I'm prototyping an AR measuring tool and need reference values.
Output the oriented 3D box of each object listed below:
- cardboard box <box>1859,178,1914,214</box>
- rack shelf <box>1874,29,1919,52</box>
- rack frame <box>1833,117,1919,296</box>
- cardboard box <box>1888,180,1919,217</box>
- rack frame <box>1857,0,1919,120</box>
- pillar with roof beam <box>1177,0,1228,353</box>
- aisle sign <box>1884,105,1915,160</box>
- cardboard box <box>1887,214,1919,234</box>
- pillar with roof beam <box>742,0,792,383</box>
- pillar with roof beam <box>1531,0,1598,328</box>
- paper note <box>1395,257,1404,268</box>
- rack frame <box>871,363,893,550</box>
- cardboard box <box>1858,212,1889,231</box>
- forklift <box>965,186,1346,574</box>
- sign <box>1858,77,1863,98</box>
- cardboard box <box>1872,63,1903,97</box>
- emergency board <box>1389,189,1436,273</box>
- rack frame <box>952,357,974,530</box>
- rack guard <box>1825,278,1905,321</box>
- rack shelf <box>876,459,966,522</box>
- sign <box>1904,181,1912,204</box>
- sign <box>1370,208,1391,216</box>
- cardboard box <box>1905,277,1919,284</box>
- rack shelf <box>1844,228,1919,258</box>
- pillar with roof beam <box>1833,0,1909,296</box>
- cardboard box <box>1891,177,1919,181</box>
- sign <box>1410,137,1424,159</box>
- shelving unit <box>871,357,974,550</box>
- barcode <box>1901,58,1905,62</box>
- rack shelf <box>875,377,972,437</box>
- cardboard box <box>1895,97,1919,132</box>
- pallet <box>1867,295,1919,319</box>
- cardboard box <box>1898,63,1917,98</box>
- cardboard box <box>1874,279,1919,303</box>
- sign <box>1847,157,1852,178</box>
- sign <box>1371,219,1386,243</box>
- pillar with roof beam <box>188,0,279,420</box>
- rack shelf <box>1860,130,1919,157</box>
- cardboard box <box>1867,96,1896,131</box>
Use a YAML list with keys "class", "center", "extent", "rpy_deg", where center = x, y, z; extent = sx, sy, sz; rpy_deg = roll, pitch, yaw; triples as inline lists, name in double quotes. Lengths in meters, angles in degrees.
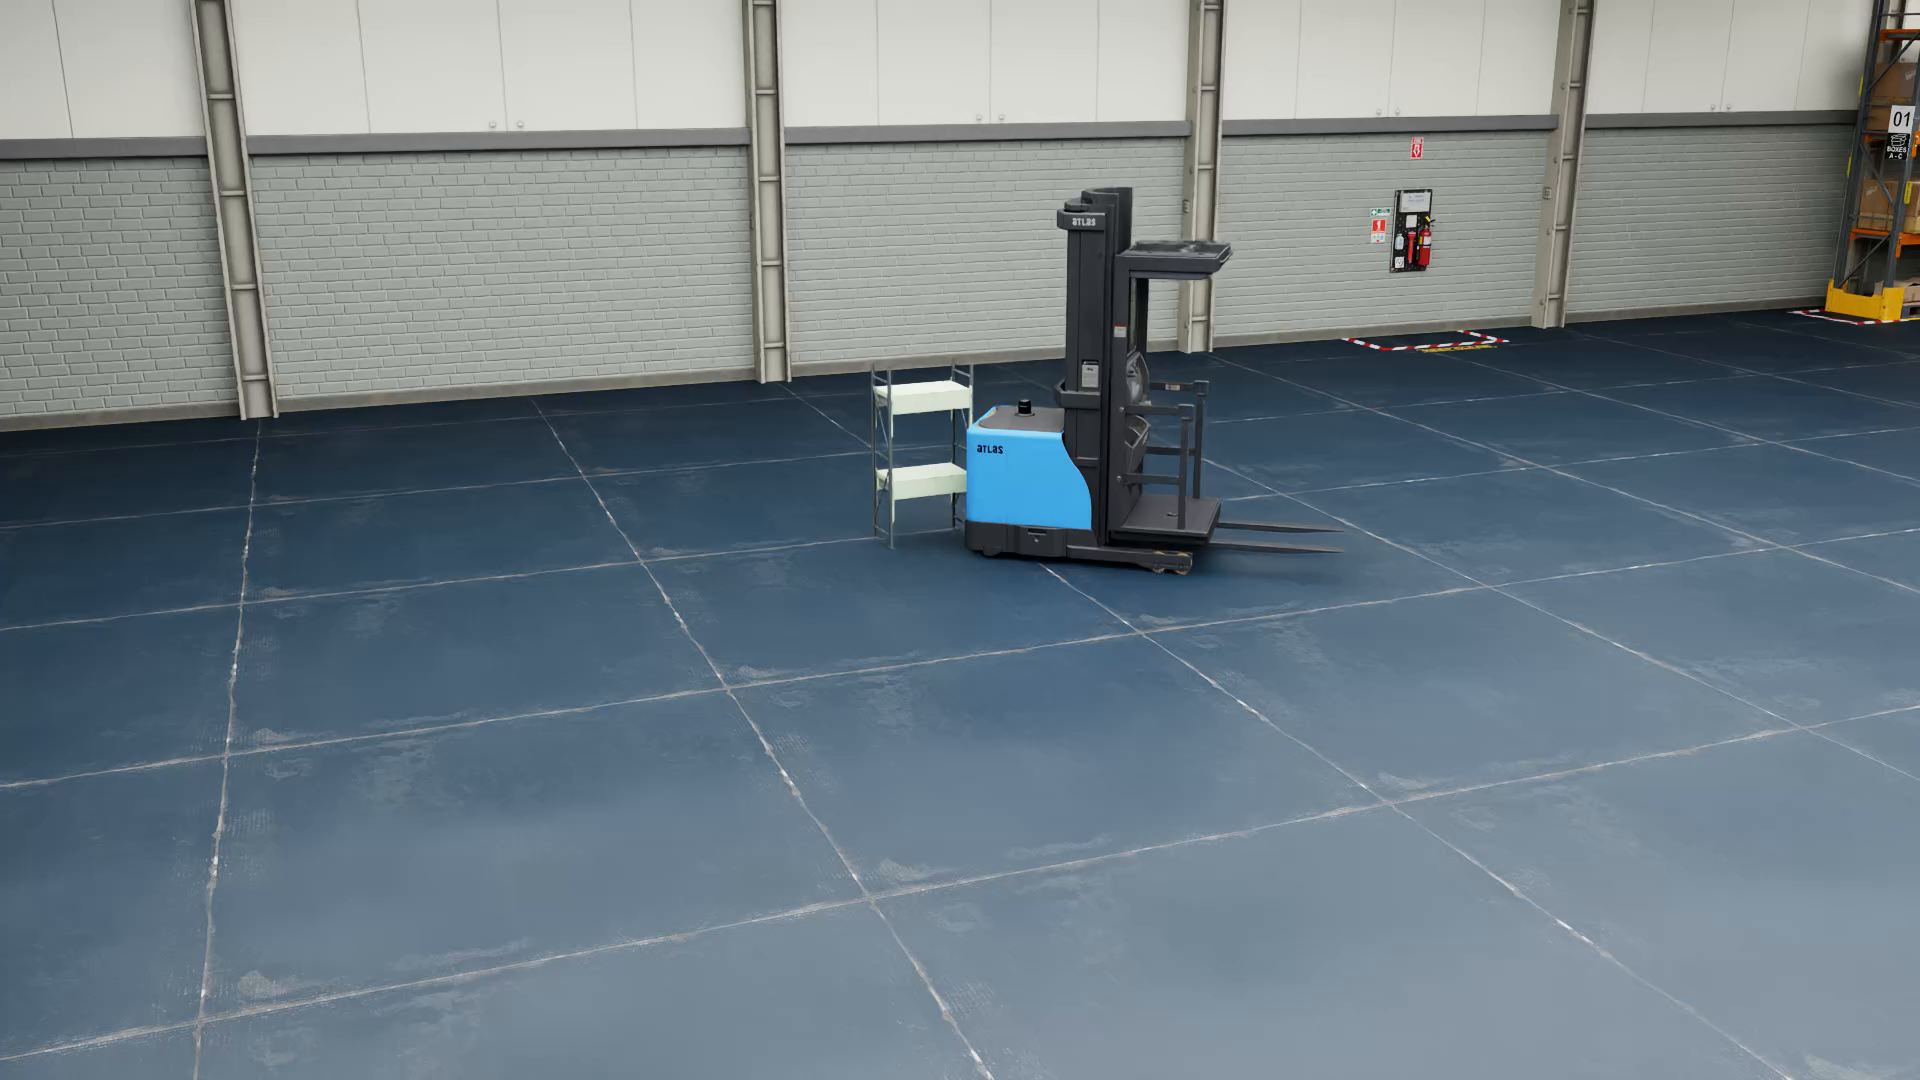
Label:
- class: "cardboard box"
  center: [14.474, -5.372, 25.969]
  extent: [0.500, 0.500, 0.500]
  rpy_deg: [-6, 18, -21]
- class: "rack shelf"
  center: [15.977, -7.705, 25.648]
  extent: [4.000, 0.370, 1.077]
  rpy_deg: [-6, 17, -20]
- class: "rack frame"
  center: [14.110, -4.972, 25.704]
  extent: [0.127, 3.000, 1.000]
  rpy_deg: [-6, 17, -20]
- class: "cardboard box"
  center: [14.663, -5.238, 25.512]
  extent: [0.500, 0.500, 0.500]
  rpy_deg: [-6, 17, -20]
- class: "rack frame"
  center: [14.110, -7.850, 24.859]
  extent: [0.127, 3.000, 1.000]
  rpy_deg: [-6, 17, -20]
- class: "pillar with roof beam"
  center: [4.789, -5.806, 17.897]
  extent: [0.400, 9.000, 9.100]
  rpy_deg: [-6, 17, -20]
- class: "aisle sign"
  center: [14.150, -6.133, 25.045]
  extent: [0.004, 0.787, 0.394]
  rpy_deg: [-6, 17, -20]
- class: "cardboard box"
  center: [14.679, -4.875, 25.606]
  extent: [0.500, 0.250, 0.500]
  rpy_deg: [-7, 18, -22]
- class: "pillar with roof beam"
  center: [-0.814, -5.201, 15.837]
  extent: [0.400, 9.000, 9.100]
  rpy_deg: [-6, 17, -20]
- class: "pillar with roof beam"
  center: [10.392, -6.411, 19.957]
  extent: [0.400, 9.000, 9.100]
  rpy_deg: [-6, 17, -20]
- class: "paper note"
  center: [6.340, -4.003, 23.971]
  extent: [0.142, 0.148, 0.016]
  rpy_deg: [-6, 17, -20]
- class: "rack frame"
  center: [-0.647, -0.691, 13.791]
  extent: [0.023, 1.500, 0.400]
  rpy_deg: [-7, 18, -23]
- class: "cardboard box"
  center: [14.477, -5.007, 26.057]
  extent: [0.500, 0.250, 0.500]
  rpy_deg: [-6, 17, -19]
- class: "forklift"
  center: [1.612, -1.300, 13.324]
  extent: [3.031, 2.935, 1.130]
  rpy_deg: [4, 17, 14]
- class: "sign"
  center: [13.930, -6.984, 25.661]
  extent: [0.005, 0.325, 0.100]
  rpy_deg: [-6, 17, -20]
- class: "cardboard box"
  center: [14.419, -7.060, 25.506]
  extent: [0.500, 0.500, 0.500]
  rpy_deg: [-5, 17, -18]
- class: "emergency board"
  center: [6.530, -4.426, 23.845]
  extent: [0.643, 1.169, 0.194]
  rpy_deg: [-6, 17, -20]
- class: "rack frame"
  center: [0.020, -0.776, 14.080]
  extent: [0.023, 1.500, 0.400]
  rpy_deg: [-7, 18, -23]
- class: "rack guard"
  center: [14.181, -3.780, 26.083]
  extent: [0.348, 0.500, 1.175]
  rpy_deg: [-6, 17, -20]
- class: "rack shelf"
  center: [-0.313, -0.421, 14.027]
  extent: [0.720, 0.370, 0.431]
  rpy_deg: [-7, 18, -23]
- class: "sign"
  center: [14.304, -5.244, 25.096]
  extent: [0.005, 0.325, 0.100]
  rpy_deg: [-6, 17, -20]
- class: "sign"
  center: [5.984, -4.667, 23.662]
  extent: [0.331, 0.109, 0.001]
  rpy_deg: [-6, 17, -20]
- class: "cardboard box"
  center: [15.320, -3.996, 26.374]
  extent: [0.500, 0.311, 0.500]
  rpy_deg: [-5, 17, -15]
- class: "rack shelf"
  center: [15.977, -4.828, 26.492]
  extent: [4.000, 0.370, 1.077]
  rpy_deg: [-6, 17, -20]
- class: "pillar with roof beam"
  center: [15.994, -7.016, 22.017]
  extent: [0.400, 9.000, 9.100]
  rpy_deg: [-6, 17, -20]
- class: "cardboard box"
  center: [14.947, -5.421, 26.133]
  extent: [0.500, 0.500, 0.500]
  rpy_deg: [-6, 17, -19]
- class: "sign"
  center: [6.487, -5.563, 23.605]
  extent: [0.199, 0.298, 0.001]
  rpy_deg: [-6, 17, -20]
- class: "shelving unit"
  center: [-0.313, -0.734, 13.935]
  extent: [0.755, 1.500, 0.431]
  rpy_deg: [-7, 18, -23]
- class: "barcode"
  center: [14.594, -7.429, 25.734]
  extent: [0.075, 0.075, 0.001]
  rpy_deg: [-6, 17, -20]
- class: "rack shelf"
  center: [-0.313, -1.108, 13.825]
  extent: [0.720, 0.370, 0.431]
  rpy_deg: [-7, 18, -23]
- class: "cardboard box"
  center: [14.511, -6.436, 25.156]
  extent: [0.500, 0.500, 0.500]
  rpy_deg: [-6, 17, -19]
- class: "pallet"
  center: [14.952, -3.714, 26.371]
  extent: [1.213, 0.211, 1.003]
  rpy_deg: [-6, 17, -20]
- class: "cardboard box"
  center: [14.556, -6.923, 25.039]
  extent: [0.500, 0.500, 0.500]
  rpy_deg: [-8, 18, -24]
- class: "cardboard box"
  center: [14.788, -3.939, 26.178]
  extent: [0.500, 0.311, 0.500]
  rpy_deg: [-8, 18, -26]
- class: "sign"
  center: [13.930, -5.827, 26.001]
  extent: [0.005, 0.325, 0.100]
  rpy_deg: [-6, 17, -20]
- class: "sign"
  center: [5.977, -4.414, 23.743]
  extent: [0.234, 0.329, 0.001]
  rpy_deg: [-6, 17, -20]
- class: "pillar with roof beam"
  center: [-6.417, -4.596, 13.777]
  extent: [0.400, 9.000, 9.100]
  rpy_deg: [-6, 17, -20]
- class: "rack shelf"
  center: [15.977, -6.267, 26.070]
  extent: [4.000, 0.370, 1.077]
  rpy_deg: [-6, 17, -20]
- class: "cardboard box"
  center: [14.409, -6.577, 25.635]
  extent: [0.500, 0.500, 0.500]
  rpy_deg: [-5, 17, -16]
